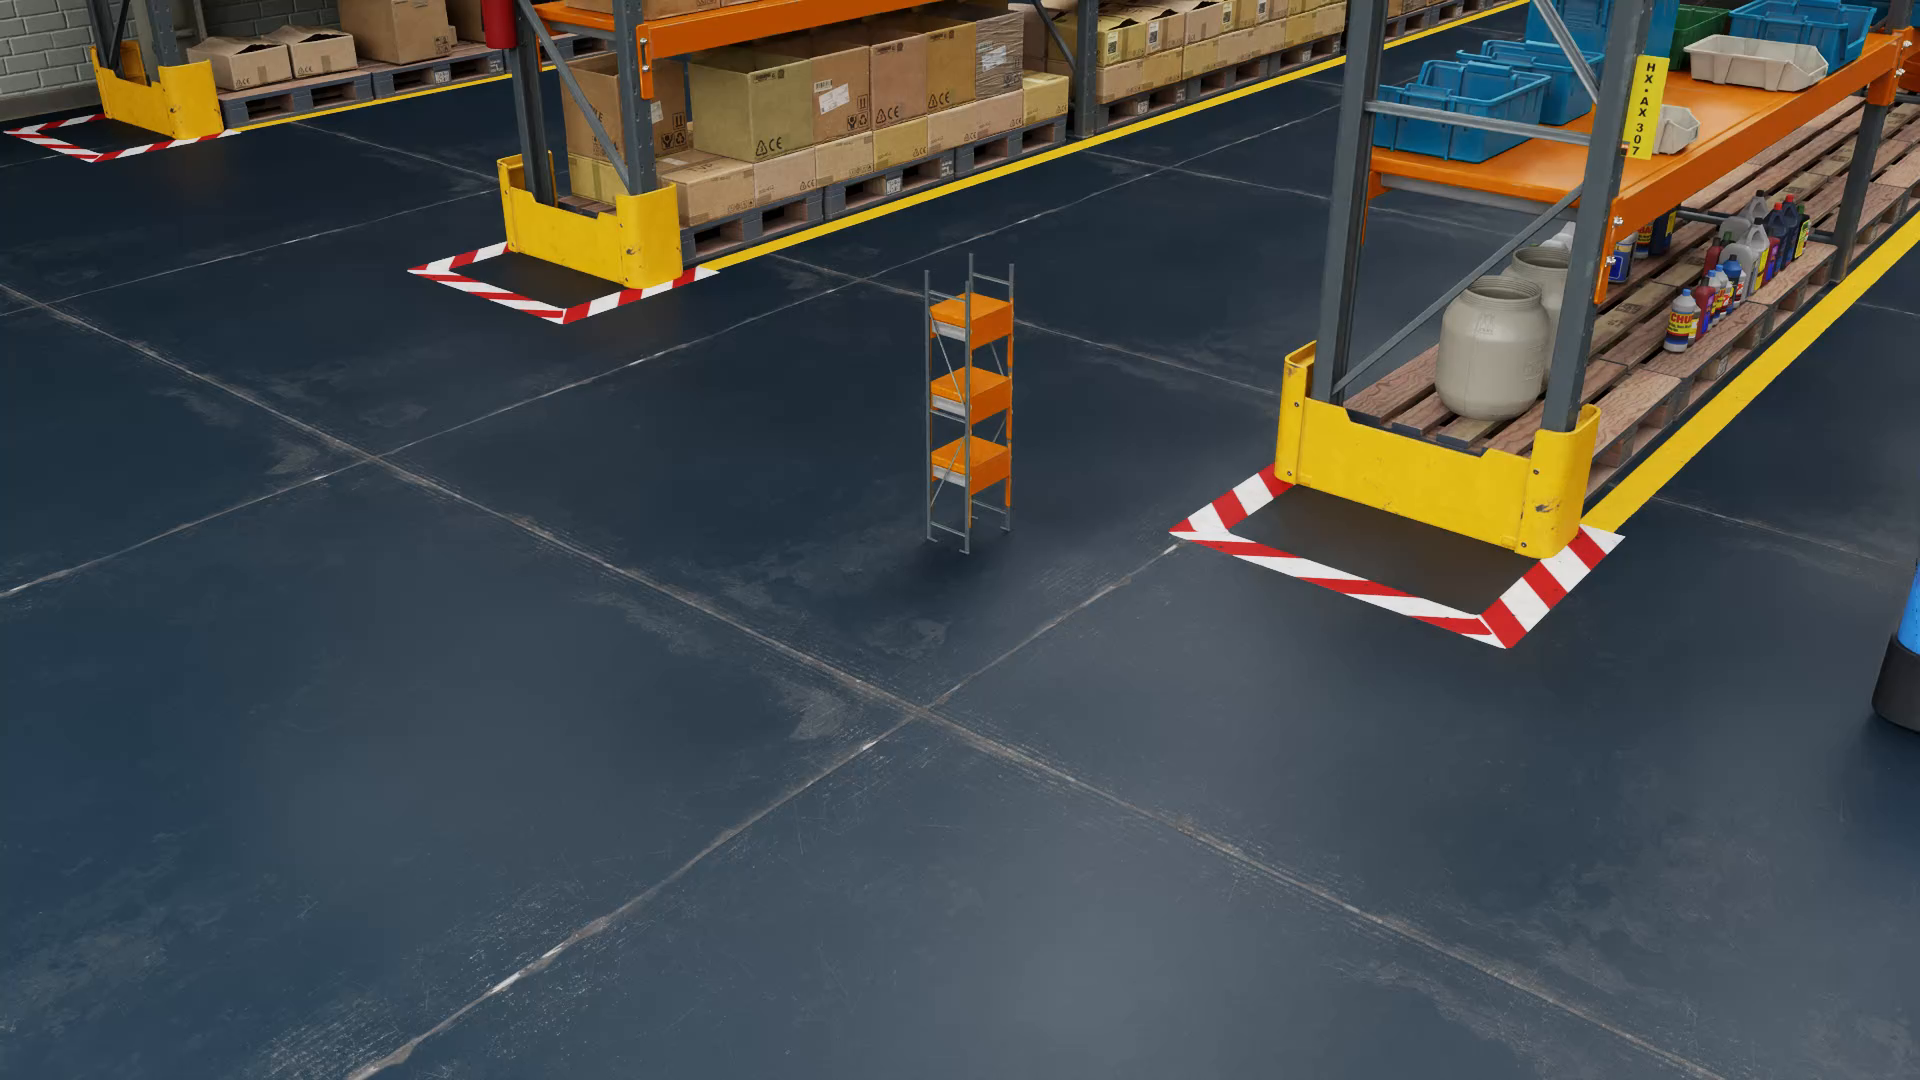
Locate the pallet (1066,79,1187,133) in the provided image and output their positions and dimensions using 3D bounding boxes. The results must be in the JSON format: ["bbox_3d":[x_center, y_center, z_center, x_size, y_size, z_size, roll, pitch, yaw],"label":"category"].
[{"bbox_3d":[0.962,-3.343,12.482,1.003,0.211,1.213,21,34,34],"label":"pallet"}]

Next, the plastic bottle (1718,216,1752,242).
[{"bbox_3d":[3.903,-1.499,8.369,0.152,0.276,0.135,21,34,34],"label":"plastic bottle"}]

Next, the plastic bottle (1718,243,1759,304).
[{"bbox_3d":[3.722,-1.294,7.972,0.152,0.276,0.135,21,34,35],"label":"plastic bottle"}]

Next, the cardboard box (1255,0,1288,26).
[{"bbox_3d":[2.275,-4.319,13.260,0.500,0.311,0.500,20,34,34],"label":"cardboard box"}]

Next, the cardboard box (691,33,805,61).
[{"bbox_3d":[-1.285,-2.825,10.165,0.500,0.500,0.500,21,34,34],"label":"cardboard box"}]

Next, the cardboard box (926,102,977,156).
[{"bbox_3d":[-0.236,-2.690,10.720,0.500,0.250,0.500,21,34,34],"label":"cardboard box"}]

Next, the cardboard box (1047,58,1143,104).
[{"bbox_3d":[0.971,-3.344,11.986,0.500,0.250,0.500,20,33,33],"label":"cardboard box"}]

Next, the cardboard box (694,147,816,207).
[{"bbox_3d":[-1.193,-2.159,9.695,0.500,0.250,0.500,21,34,34],"label":"cardboard box"}]

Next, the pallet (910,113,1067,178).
[{"bbox_3d":[-0.015,-2.800,11.433,1.003,0.211,1.213,21,34,34],"label":"pallet"}]

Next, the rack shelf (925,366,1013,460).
[{"bbox_3d":[0.034,-0.476,6.050,0.215,0.259,0.240,21,34,34],"label":"rack shelf"}]

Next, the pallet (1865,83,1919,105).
[{"bbox_3d":[7.356,-3.331,12.459,1.003,0.211,1.213,21,34,34],"label":"pallet"}]

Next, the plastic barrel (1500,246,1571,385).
[{"bbox_3d":[2.477,-0.956,7.085,0.421,0.512,0.421,0,27,0],"label":"plastic barrel"}]

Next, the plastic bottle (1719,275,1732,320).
[{"bbox_3d":[3.537,-1.138,7.752,0.097,0.201,0.097,0,27,0],"label":"plastic bottle"}]

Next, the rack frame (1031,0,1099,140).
[{"bbox_3d":[0.523,-4.309,11.314,1.000,3.000,0.127,21,34,34],"label":"rack frame"}]

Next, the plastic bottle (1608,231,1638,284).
[{"bbox_3d":[3.249,-1.428,8.232,0.152,0.276,0.135,21,34,34],"label":"plastic bottle"}]

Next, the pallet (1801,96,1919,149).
[{"bbox_3d":[6.364,-2.776,11.386,1.003,0.211,1.213,21,34,34],"label":"pallet"}]

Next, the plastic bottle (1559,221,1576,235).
[{"bbox_3d":[3.001,-1.430,8.154,0.144,0.351,0.185,22,35,36],"label":"plastic bottle"}]

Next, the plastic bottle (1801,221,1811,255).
[{"bbox_3d":[4.353,-1.592,8.630,0.097,0.201,0.097,0,27,0],"label":"plastic bottle"}]

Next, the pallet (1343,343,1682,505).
[{"bbox_3d":[2.332,-0.530,7.045,1.003,0.211,1.213,21,34,34],"label":"pallet"}]

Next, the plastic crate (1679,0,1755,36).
[{"bbox_3d":[3.912,-2.684,8.241,0.767,0.338,0.504,21,34,34],"label":"plastic crate"}]

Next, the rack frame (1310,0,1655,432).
[{"bbox_3d":[1.799,-1.441,5.772,1.000,3.000,0.127,21,34,34],"label":"rack frame"}]

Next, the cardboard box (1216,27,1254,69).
[{"bbox_3d":[1.949,-3.890,13.040,0.500,0.250,0.500,22,34,35],"label":"cardboard box"}]

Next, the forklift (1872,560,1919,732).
[{"bbox_3d":[4.173,-1.055,5.099,1.130,2.935,3.031,23,35,37],"label":"forklift"}]

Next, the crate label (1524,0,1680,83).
[{"bbox_3d":[2.761,-2.189,7.178,0.502,0.435,0.616,21,34,34],"label":"crate label"}]

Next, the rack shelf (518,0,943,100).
[{"bbox_3d":[-0.749,-3.280,10.109,1.077,0.370,4.000,21,34,34],"label":"rack shelf"}]

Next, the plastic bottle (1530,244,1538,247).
[{"bbox_3d":[2.689,-1.256,7.892,0.061,0.283,0.133,22,34,36],"label":"plastic bottle"}]

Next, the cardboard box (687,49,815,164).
[{"bbox_3d":[-1.192,-2.492,9.521,0.500,0.500,0.500,21,34,34],"label":"cardboard box"}]

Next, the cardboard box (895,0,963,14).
[{"bbox_3d":[-0.325,-3.354,11.189,0.500,0.500,0.500,21,34,34],"label":"cardboard box"}]

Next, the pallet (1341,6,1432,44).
[{"bbox_3d":[3.571,-4.742,15.187,1.003,0.211,1.213,21,34,34],"label":"pallet"}]

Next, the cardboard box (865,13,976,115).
[{"bbox_3d":[-0.245,-3.026,10.555,0.500,0.500,0.500,21,34,34],"label":"cardboard box"}]

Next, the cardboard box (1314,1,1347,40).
[{"bbox_3d":[2.921,-4.434,14.092,0.500,0.250,0.500,22,34,36],"label":"cardboard box"}]

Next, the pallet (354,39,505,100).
[{"bbox_3d":[-4.477,-3.834,13.431,1.003,0.211,1.213,21,34,34],"label":"pallet"}]

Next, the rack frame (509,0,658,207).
[{"bbox_3d":[-2.021,-2.890,8.573,1.000,3.000,0.127,21,34,34],"label":"rack frame"}]

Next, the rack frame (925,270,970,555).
[{"bbox_3d":[-0.044,-0.442,5.962,0.200,1.050,0.008,21,34,34],"label":"rack frame"}]

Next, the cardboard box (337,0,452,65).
[{"bbox_3d":[-4.469,-4.089,13.131,0.700,0.500,0.500,18,33,31],"label":"cardboard box"}]

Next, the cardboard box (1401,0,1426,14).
[{"bbox_3d":[3.906,-5.077,15.041,0.500,0.500,0.500,19,33,33],"label":"cardboard box"}]

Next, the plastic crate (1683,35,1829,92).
[{"bbox_3d":[3.506,-2.093,7.318,0.530,0.136,0.437,21,34,34],"label":"plastic crate"}]

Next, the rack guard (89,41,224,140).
[{"bbox_3d":[-5.798,-3.254,11.995,1.175,0.500,0.348,21,34,34],"label":"rack guard"}]

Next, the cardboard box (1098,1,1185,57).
[{"bbox_3d":[1.301,-3.773,12.203,0.500,0.311,0.500,20,34,34],"label":"cardboard box"}]

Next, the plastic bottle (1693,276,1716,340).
[{"bbox_3d":[3.350,-1.057,7.506,0.061,0.283,0.133,21,34,35],"label":"plastic bottle"}]

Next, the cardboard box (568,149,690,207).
[{"bbox_3d":[-1.908,-2.132,9.642,0.500,0.250,0.500,21,34,34],"label":"cardboard box"}]

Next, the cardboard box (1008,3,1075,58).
[{"bbox_3d":[0.559,-3.750,12.160,0.500,0.311,0.500,21,34,34],"label":"cardboard box"}]

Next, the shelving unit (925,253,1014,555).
[{"bbox_3d":[0.034,-0.485,6.045,0.215,1.050,0.252,21,34,34],"label":"shelving unit"}]

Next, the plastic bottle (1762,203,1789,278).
[{"bbox_3d":[4.034,-1.498,8.285,0.144,0.351,0.185,19,33,32],"label":"plastic bottle"}]
